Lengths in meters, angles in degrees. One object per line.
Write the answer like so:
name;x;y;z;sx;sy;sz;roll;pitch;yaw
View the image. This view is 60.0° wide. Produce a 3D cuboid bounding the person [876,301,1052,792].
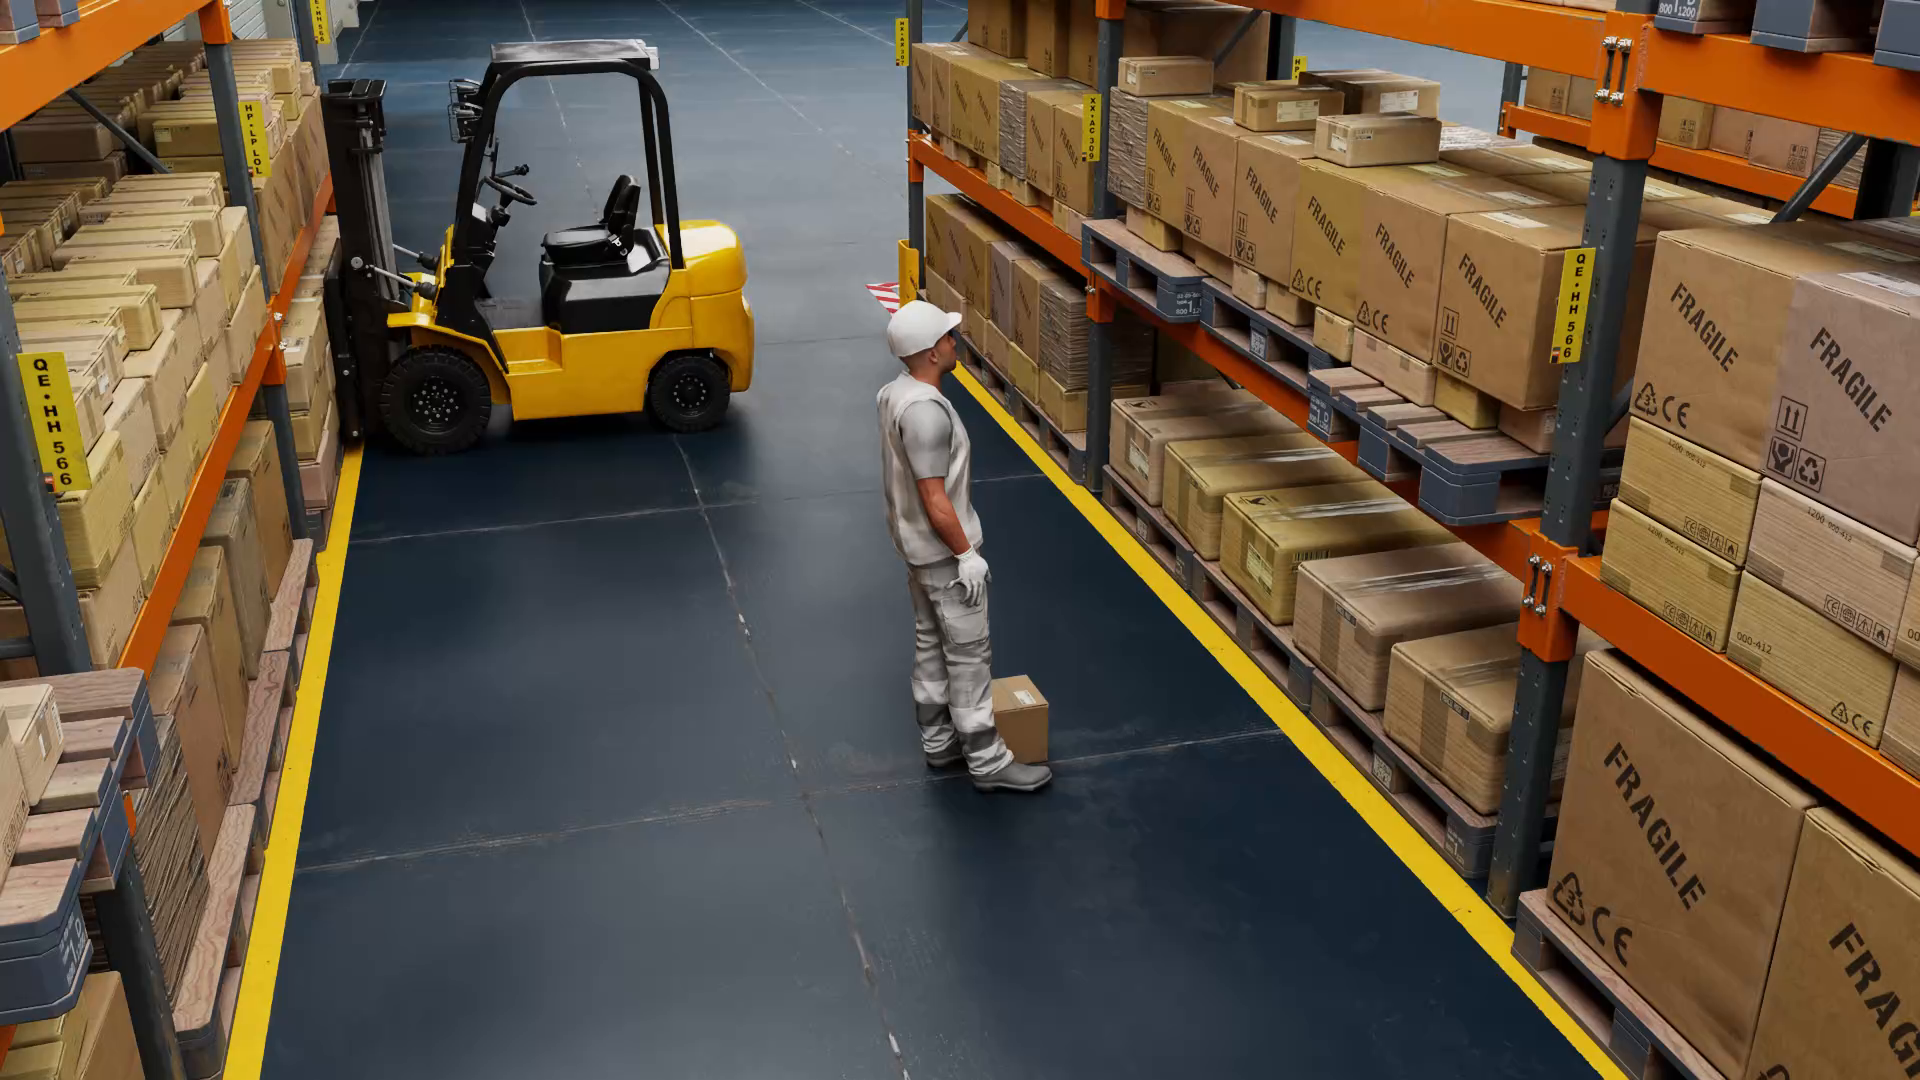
person;0.003;0.015;6.005;0.562;1.789;0.638;-6;23;-14
